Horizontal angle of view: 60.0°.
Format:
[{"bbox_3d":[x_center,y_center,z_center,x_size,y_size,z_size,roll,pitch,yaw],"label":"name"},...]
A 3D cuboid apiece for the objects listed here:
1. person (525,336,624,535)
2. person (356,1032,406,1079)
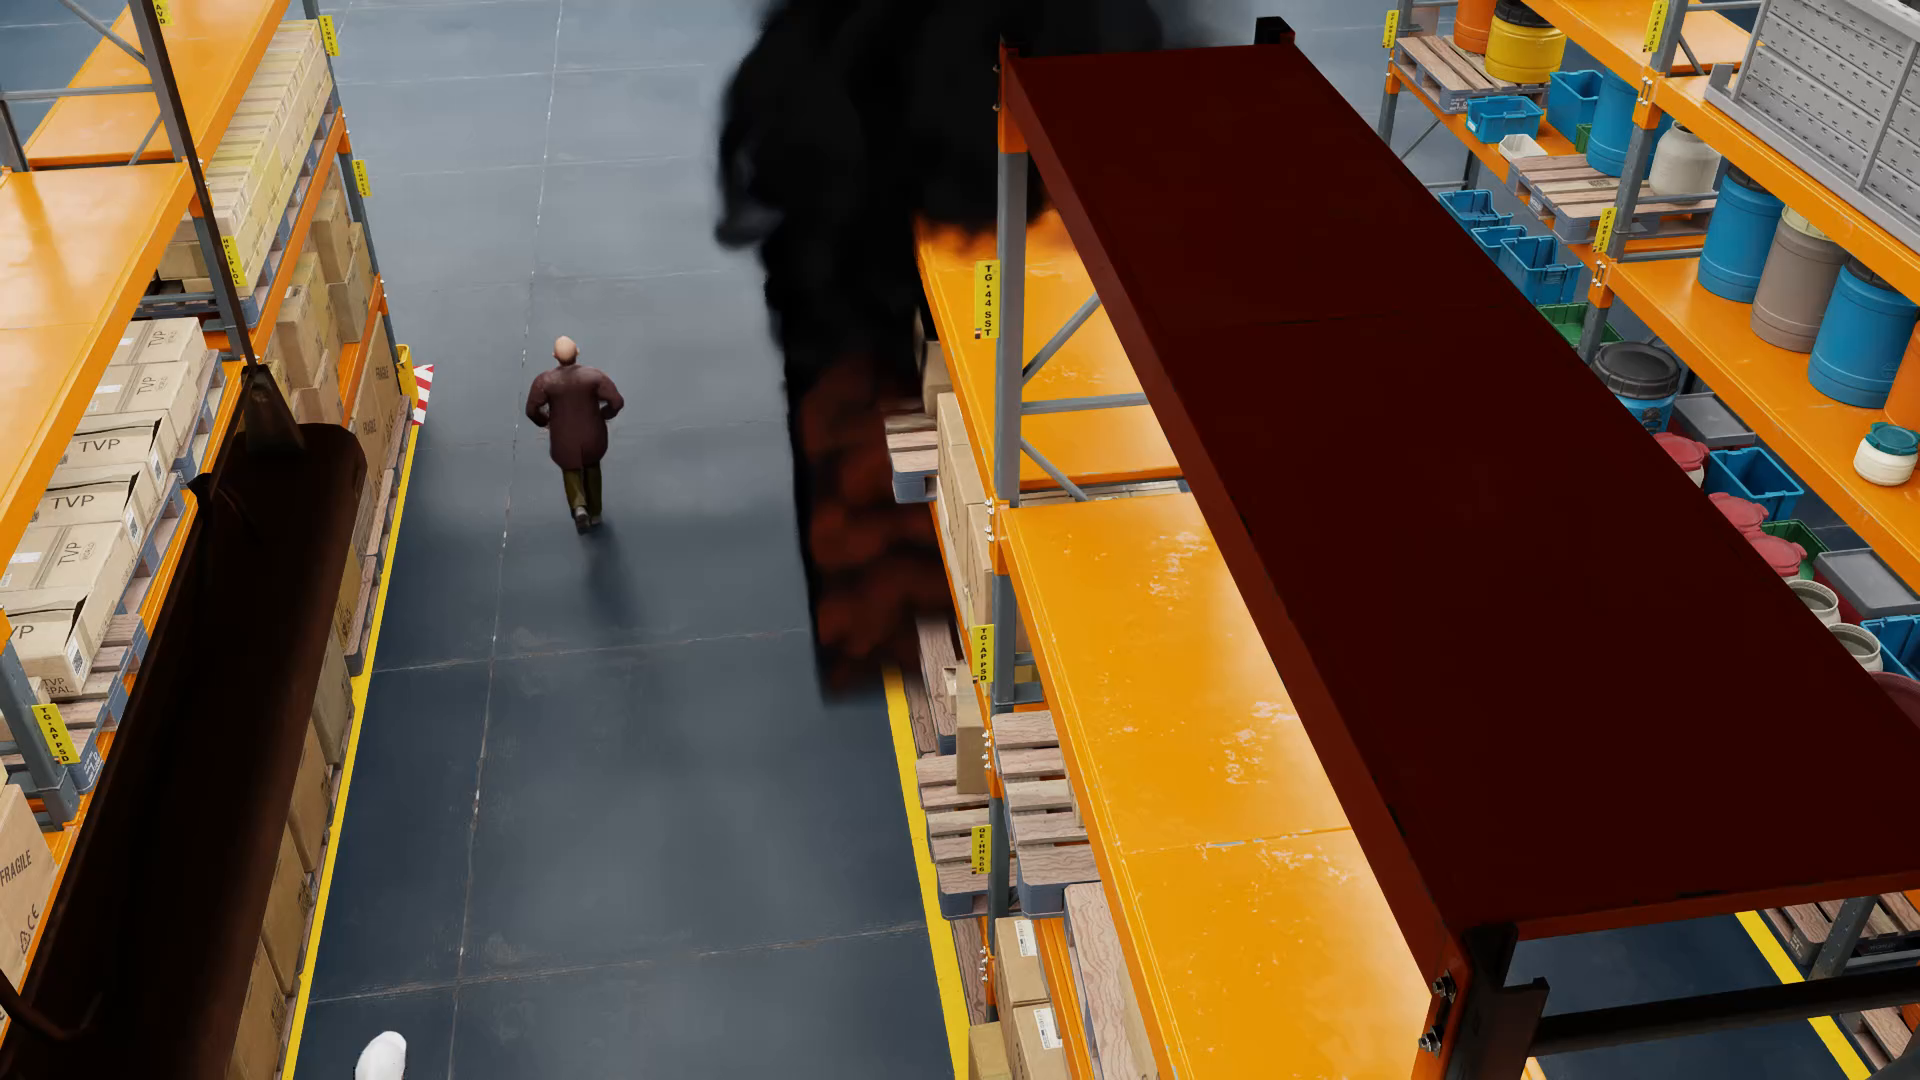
[{"bbox_3d":[-2.993,-0.807,13.078,0.752,1.733,0.775,-10,37,-13],"label":"person"},{"bbox_3d":[-2.617,2.977,7.935,0.668,1.766,0.679,-6,37,-7],"label":"person"}]
